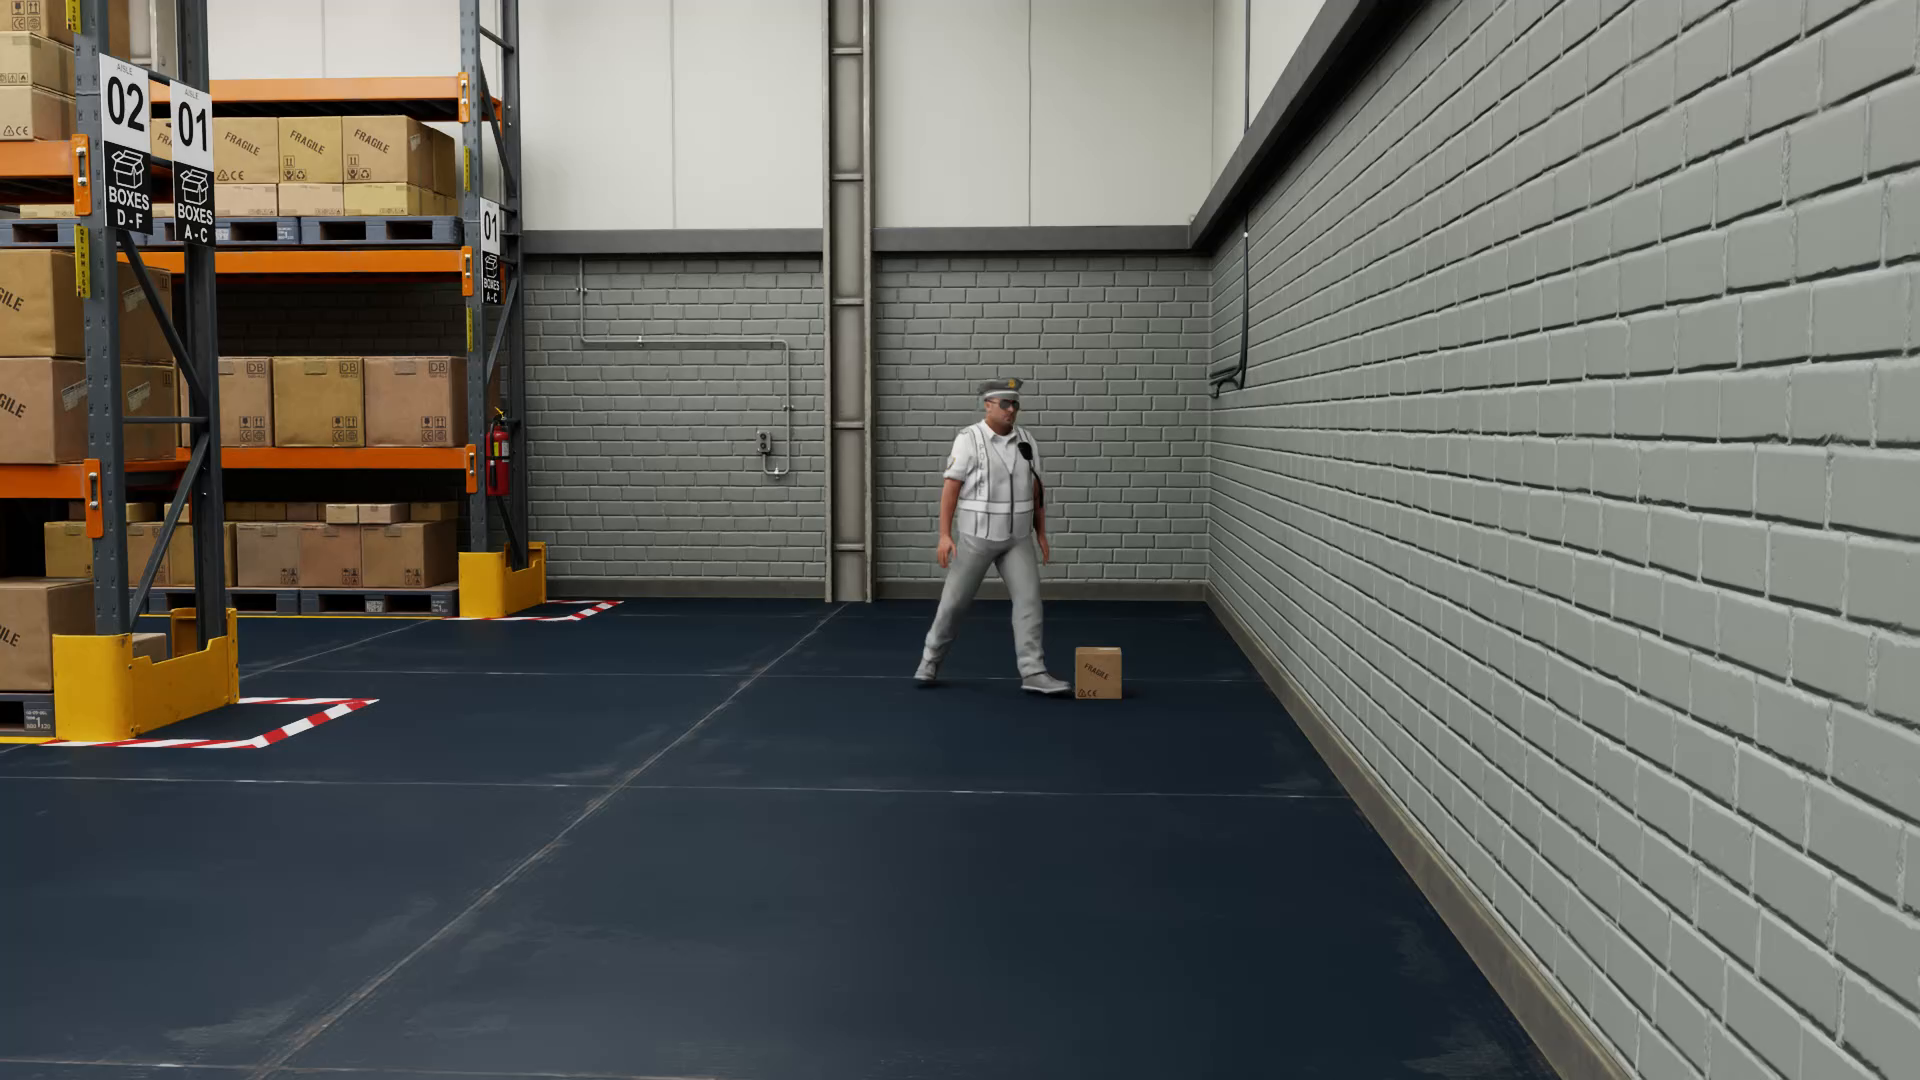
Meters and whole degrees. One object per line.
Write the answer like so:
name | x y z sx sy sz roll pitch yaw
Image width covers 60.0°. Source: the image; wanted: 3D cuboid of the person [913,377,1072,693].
person | 0.177 -0.036 9.246 0.718 1.729 0.902 -2 5 -29
